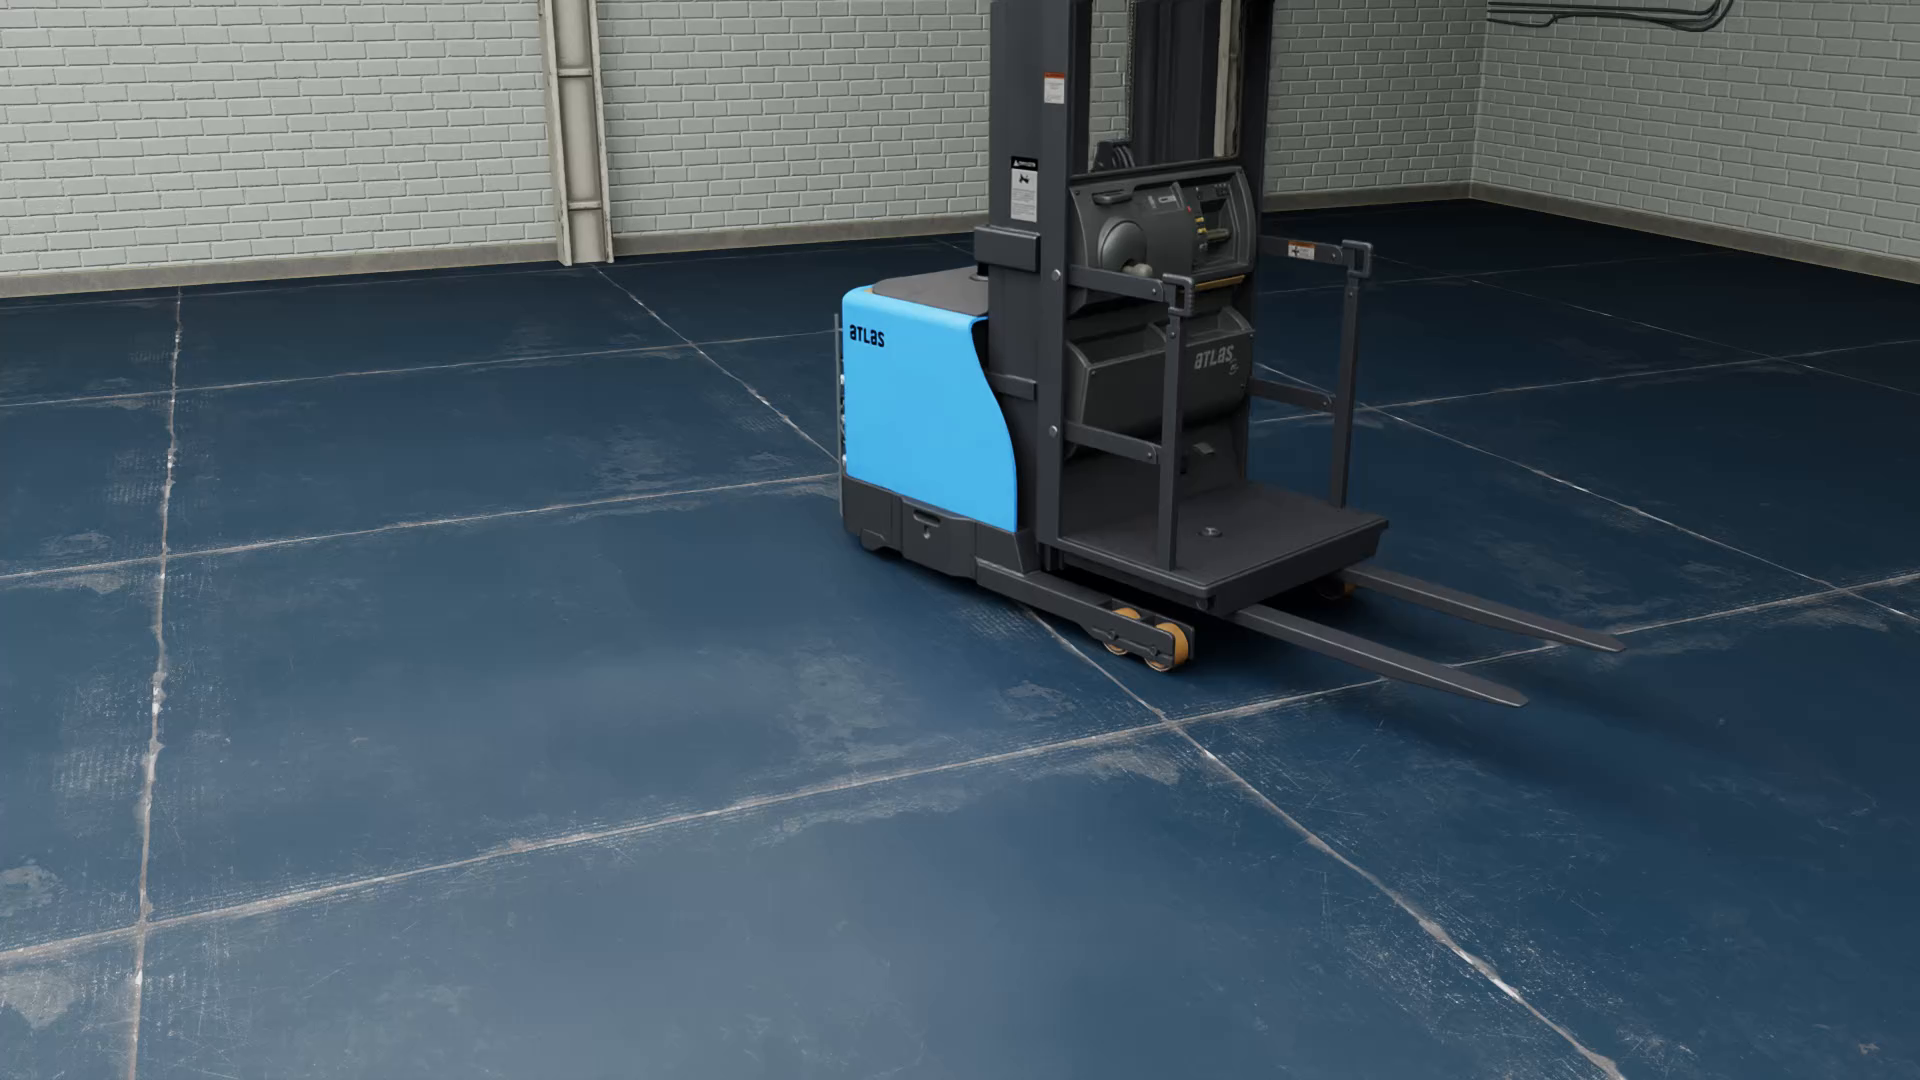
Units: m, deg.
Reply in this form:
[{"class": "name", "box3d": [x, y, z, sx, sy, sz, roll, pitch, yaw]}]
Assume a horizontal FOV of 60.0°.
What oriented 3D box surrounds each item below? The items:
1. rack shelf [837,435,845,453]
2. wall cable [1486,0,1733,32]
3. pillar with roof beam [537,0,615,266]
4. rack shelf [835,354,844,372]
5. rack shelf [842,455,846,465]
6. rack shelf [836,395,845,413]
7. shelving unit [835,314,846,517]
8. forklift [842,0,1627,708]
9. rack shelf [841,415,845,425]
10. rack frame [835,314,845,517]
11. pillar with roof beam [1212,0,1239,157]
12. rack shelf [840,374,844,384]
[{"class": "rack shelf", "box3d": [-0.371, -0.411, 7.207, 0.200, 0.077, 0.258, -18, 26, -41]}, {"class": "wall cable", "box3d": [5.721, -5.806, 14.639, 0.112, 2.526, 3.097, -8, 21, -22]}, {"class": "pillar with roof beam", "box3d": [-1.312, -5.185, 8.198, 0.400, 9.000, 9.100, -8, 21, -22]}, {"class": "rack shelf", "box3d": [-0.371, -0.751, 7.087, 0.200, 0.077, 0.258, -18, 26, -41]}, {"class": "rack shelf", "box3d": [-0.371, -0.326, 7.237, 0.200, 0.077, 0.258, -18, 26, -41]}, {"class": "rack shelf", "box3d": [-0.371, -0.581, 7.147, 0.200, 0.077, 0.258, -18, 26, -41]}, {"class": "shelving unit", "box3d": [-0.371, -0.528, 7.166, 0.210, 0.900, 0.258, -18, 26, -41]}, {"class": "forklift", "box3d": [0.883, -1.121, 5.791, 1.130, 2.935, 3.031, -17, 26, -40]}, {"class": "rack shelf", "box3d": [-0.371, -0.496, 7.177, 0.200, 0.077, 0.258, -18, 26, -41]}, {"class": "rack frame", "box3d": [-0.444, -0.504, 7.099, 0.006, 0.900, 0.240, -18, 26, -41]}, {"class": "pillar with roof beam", "box3d": [4.197, -5.974, 10.439, 0.400, 9.000, 9.100, -8, 21, -22]}, {"class": "rack shelf", "box3d": [-0.371, -0.666, 7.117, 0.200, 0.077, 0.258, -18, 26, -41]}]
